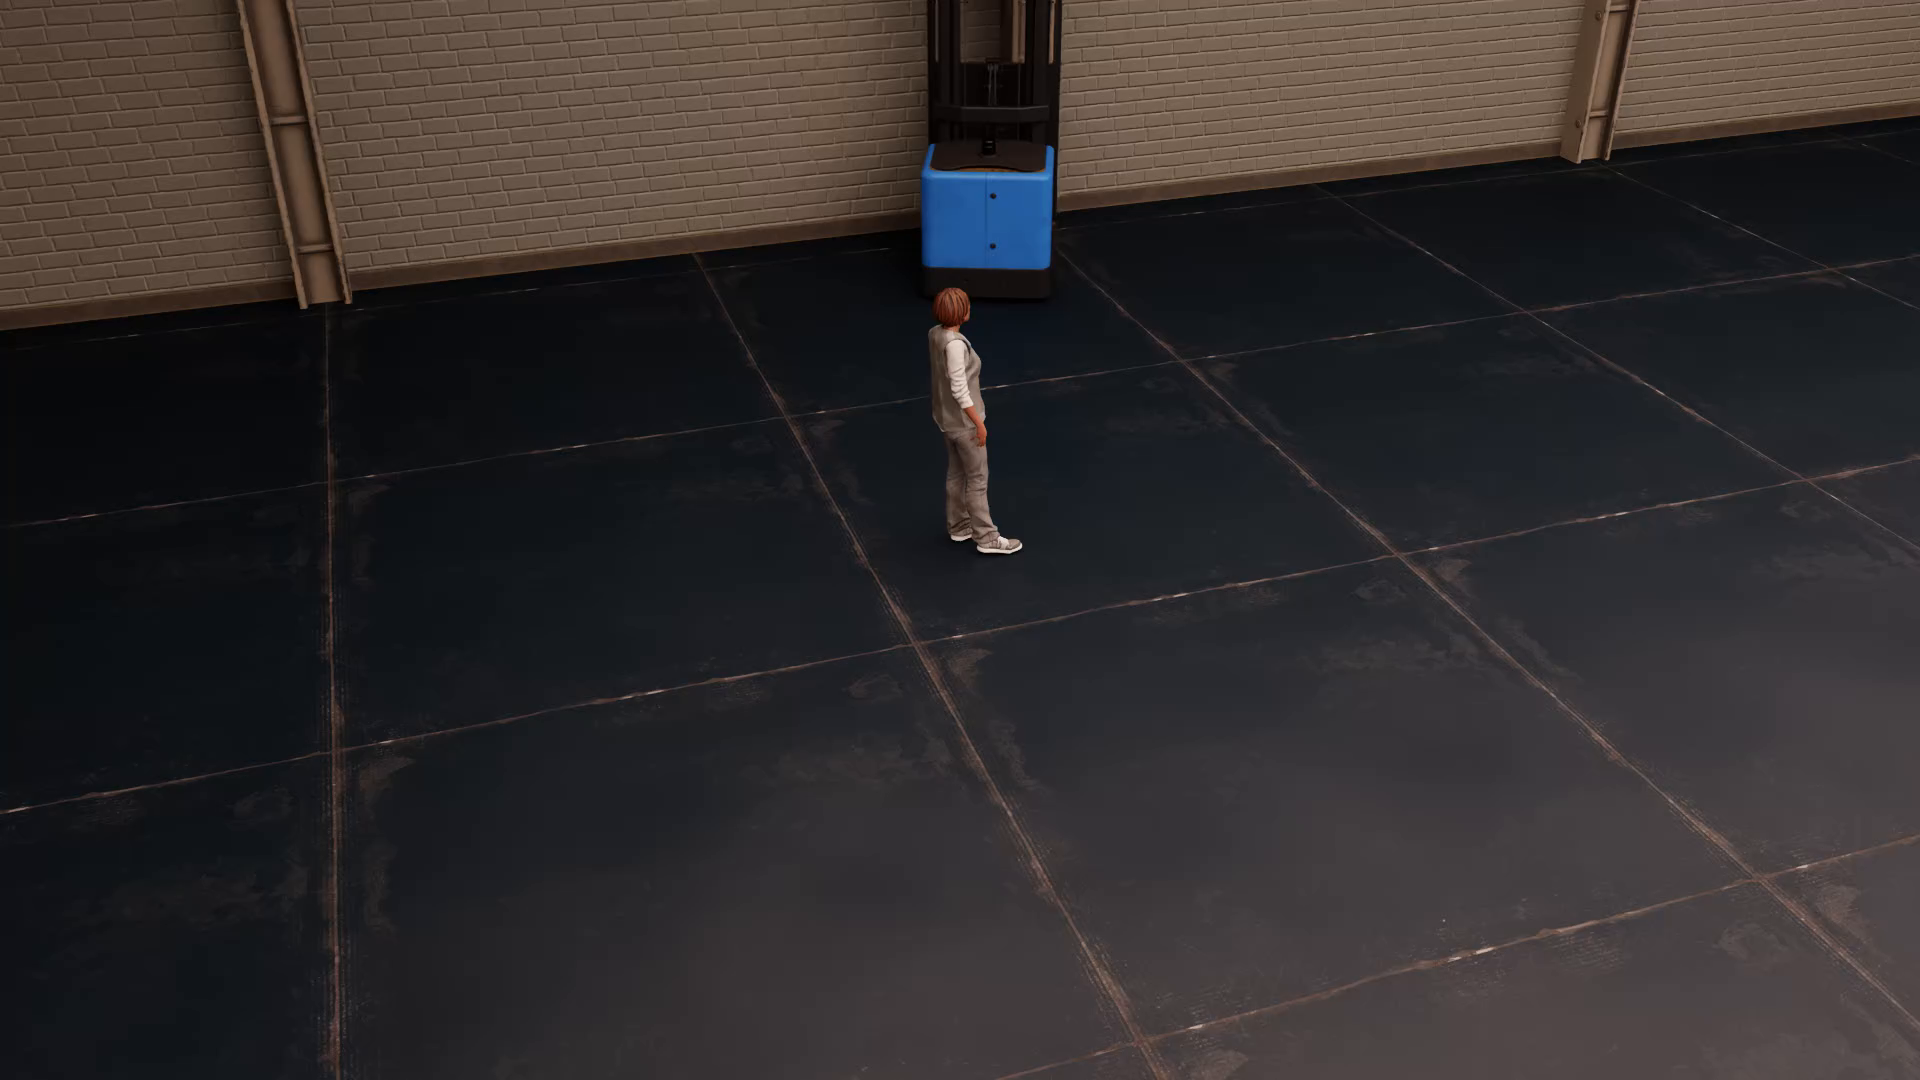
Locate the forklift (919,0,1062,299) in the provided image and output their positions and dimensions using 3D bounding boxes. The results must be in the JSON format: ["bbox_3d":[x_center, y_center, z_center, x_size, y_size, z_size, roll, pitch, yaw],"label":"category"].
[{"bbox_3d":[0.295,-3.892,13.852,1.130,2.935,3.031,2,30,3],"label":"forklift"}]

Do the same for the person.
[{"bbox_3d":[0.075,-0.704,9.633,0.473,1.599,0.520,-10,31,-16],"label":"person"}]
